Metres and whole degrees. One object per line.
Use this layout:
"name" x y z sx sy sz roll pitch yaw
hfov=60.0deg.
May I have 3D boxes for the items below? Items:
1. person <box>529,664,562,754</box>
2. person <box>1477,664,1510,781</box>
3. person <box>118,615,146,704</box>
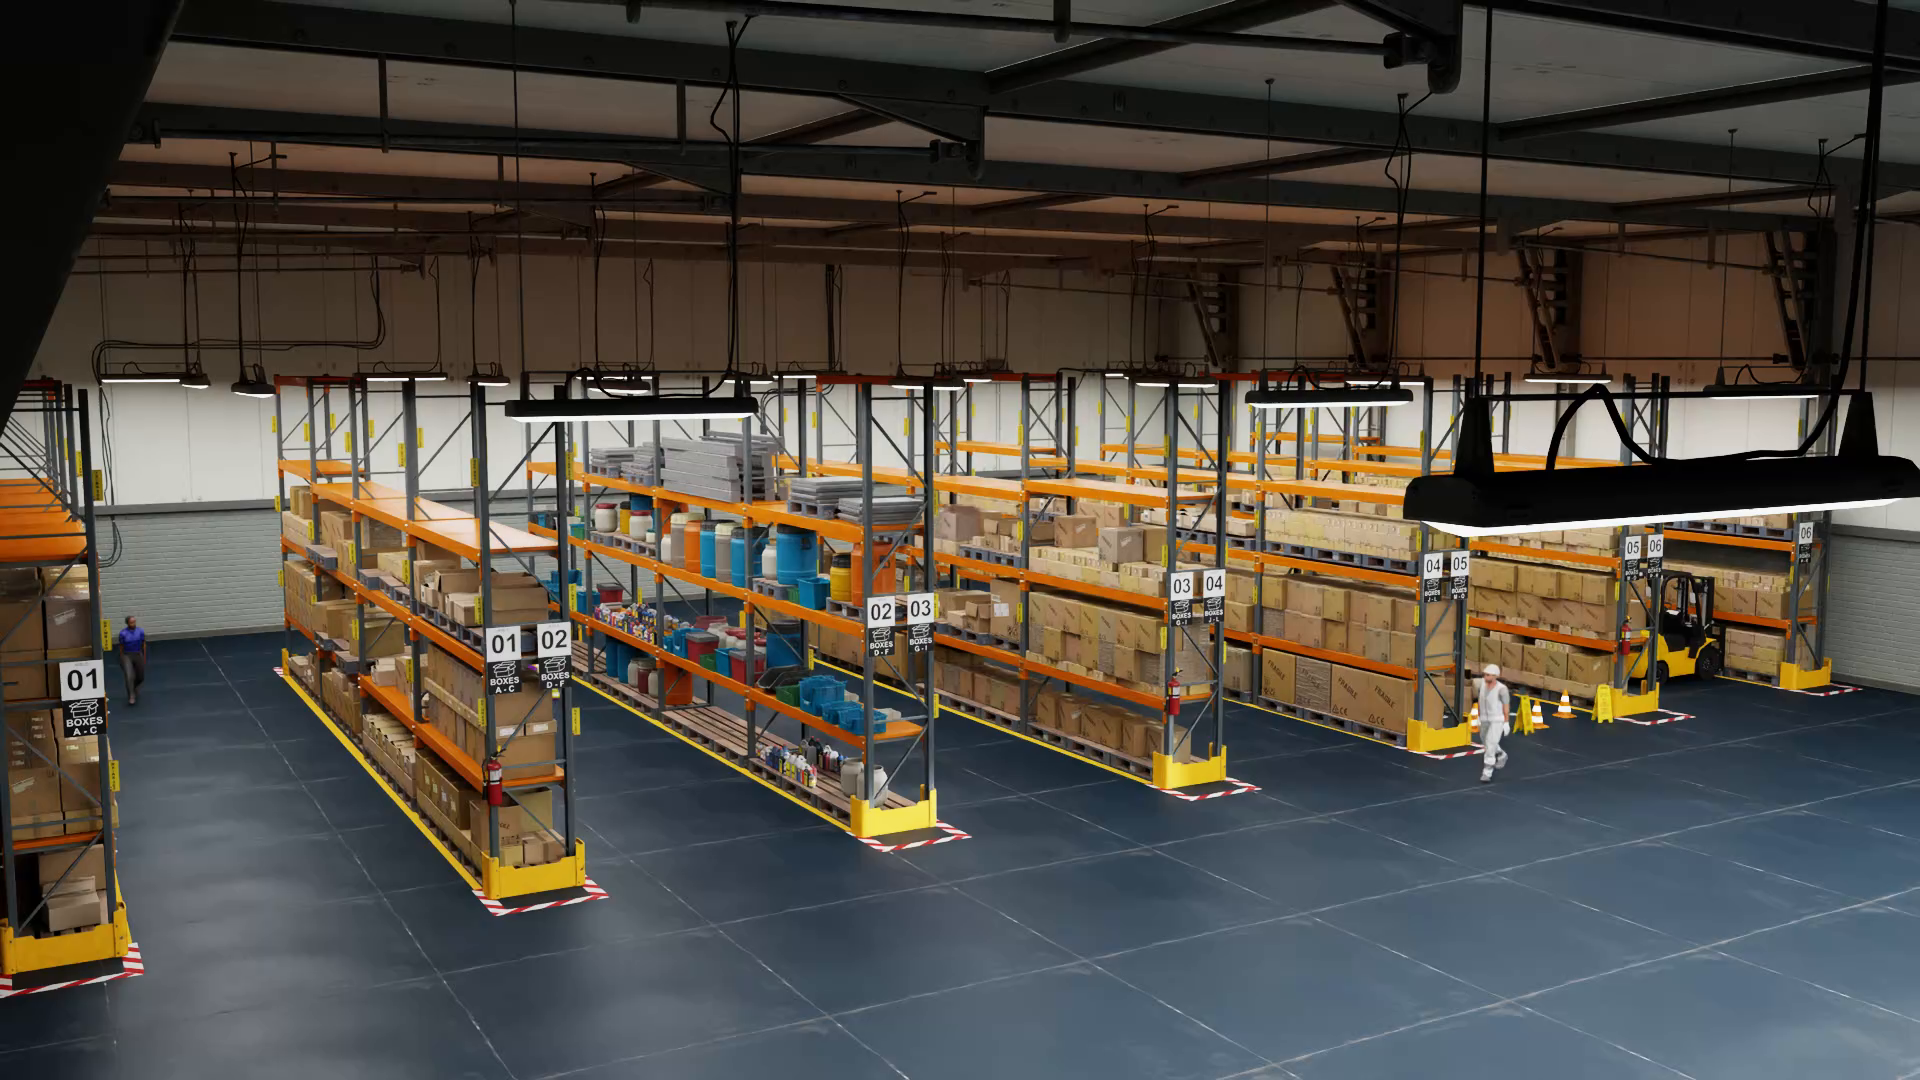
"person" -6.625 2.532 26.709 0.675 1.695 1.067 -5 8 -39
"person" 8.064 2.715 25.084 1.012 1.738 0.552 -5 8 -41
"person" -15.258 2.163 30.661 0.452 1.610 0.848 -4 7 -33
